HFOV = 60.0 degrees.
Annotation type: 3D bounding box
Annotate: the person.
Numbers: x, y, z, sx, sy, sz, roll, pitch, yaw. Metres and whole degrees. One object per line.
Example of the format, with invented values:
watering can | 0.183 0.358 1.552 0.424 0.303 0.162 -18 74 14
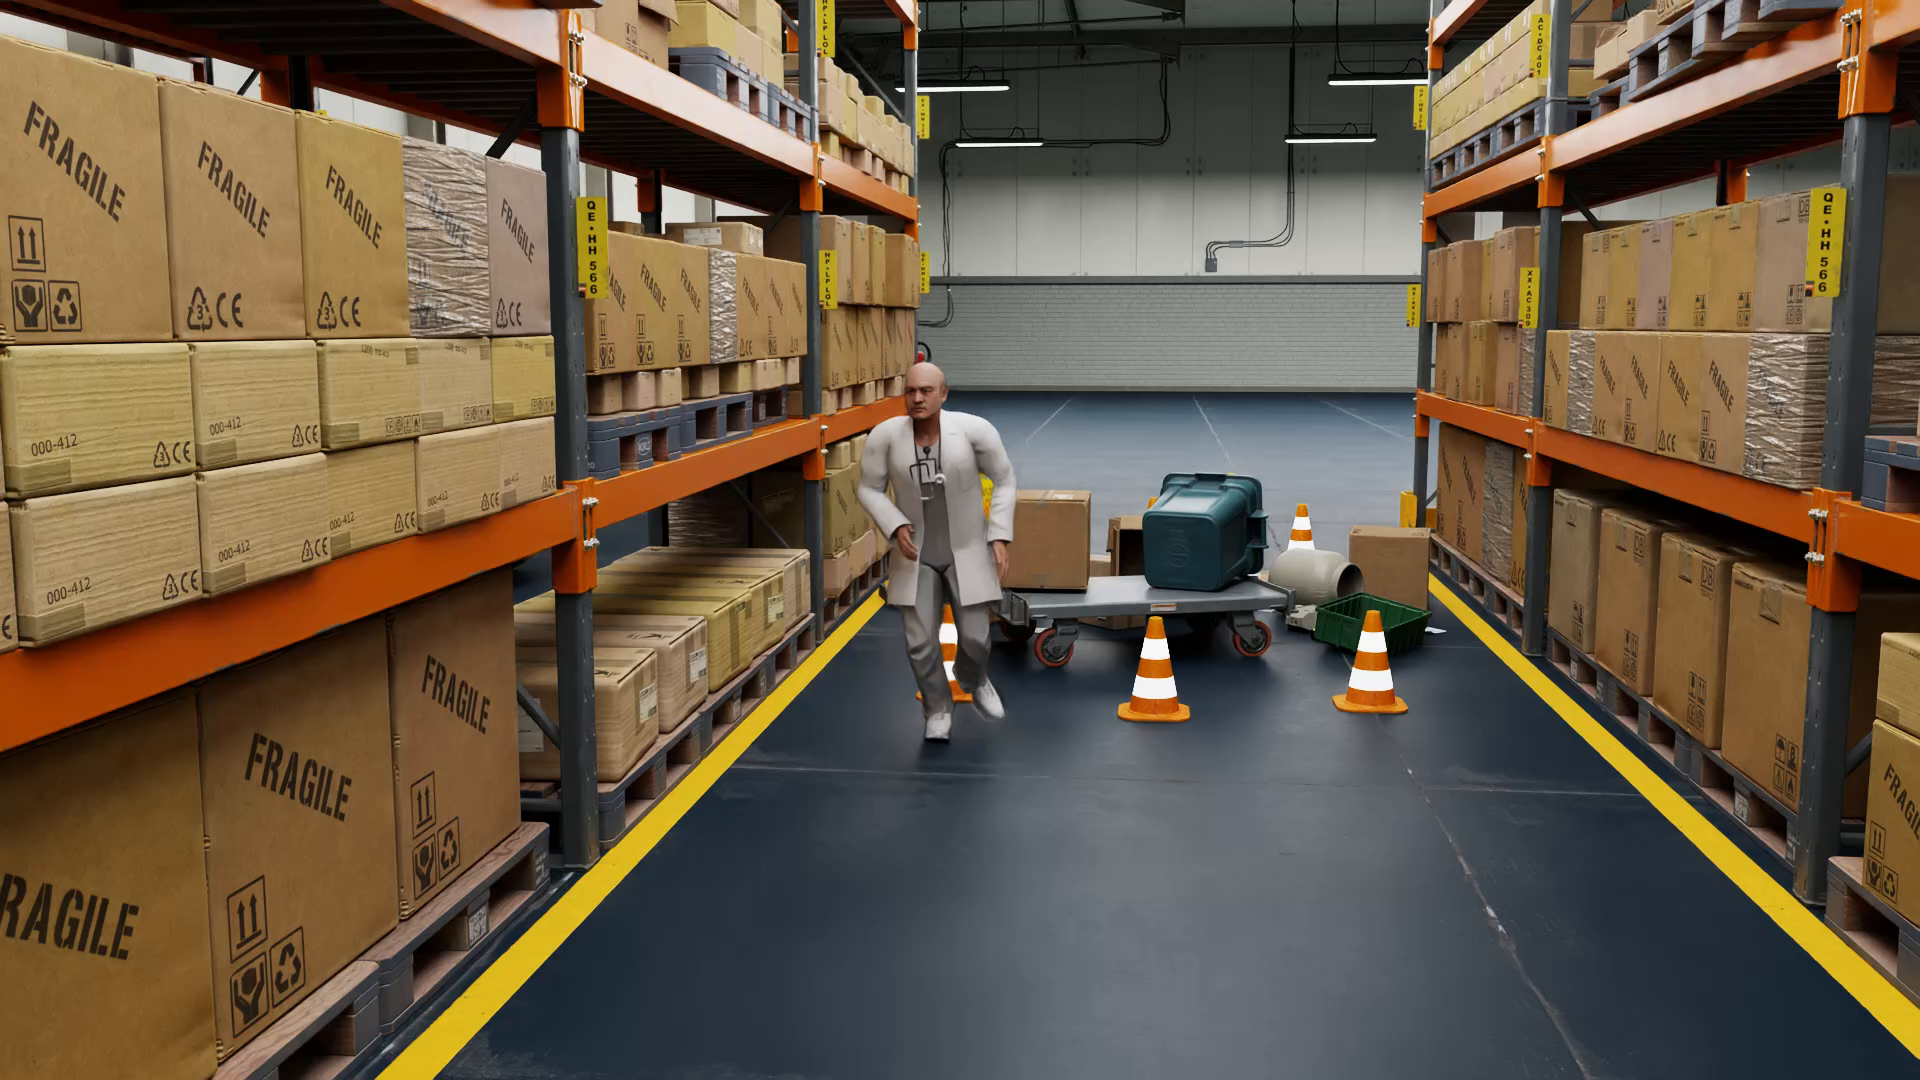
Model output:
person | -0.093 0.055 7.302 0.688 1.672 0.827 1 7 6
